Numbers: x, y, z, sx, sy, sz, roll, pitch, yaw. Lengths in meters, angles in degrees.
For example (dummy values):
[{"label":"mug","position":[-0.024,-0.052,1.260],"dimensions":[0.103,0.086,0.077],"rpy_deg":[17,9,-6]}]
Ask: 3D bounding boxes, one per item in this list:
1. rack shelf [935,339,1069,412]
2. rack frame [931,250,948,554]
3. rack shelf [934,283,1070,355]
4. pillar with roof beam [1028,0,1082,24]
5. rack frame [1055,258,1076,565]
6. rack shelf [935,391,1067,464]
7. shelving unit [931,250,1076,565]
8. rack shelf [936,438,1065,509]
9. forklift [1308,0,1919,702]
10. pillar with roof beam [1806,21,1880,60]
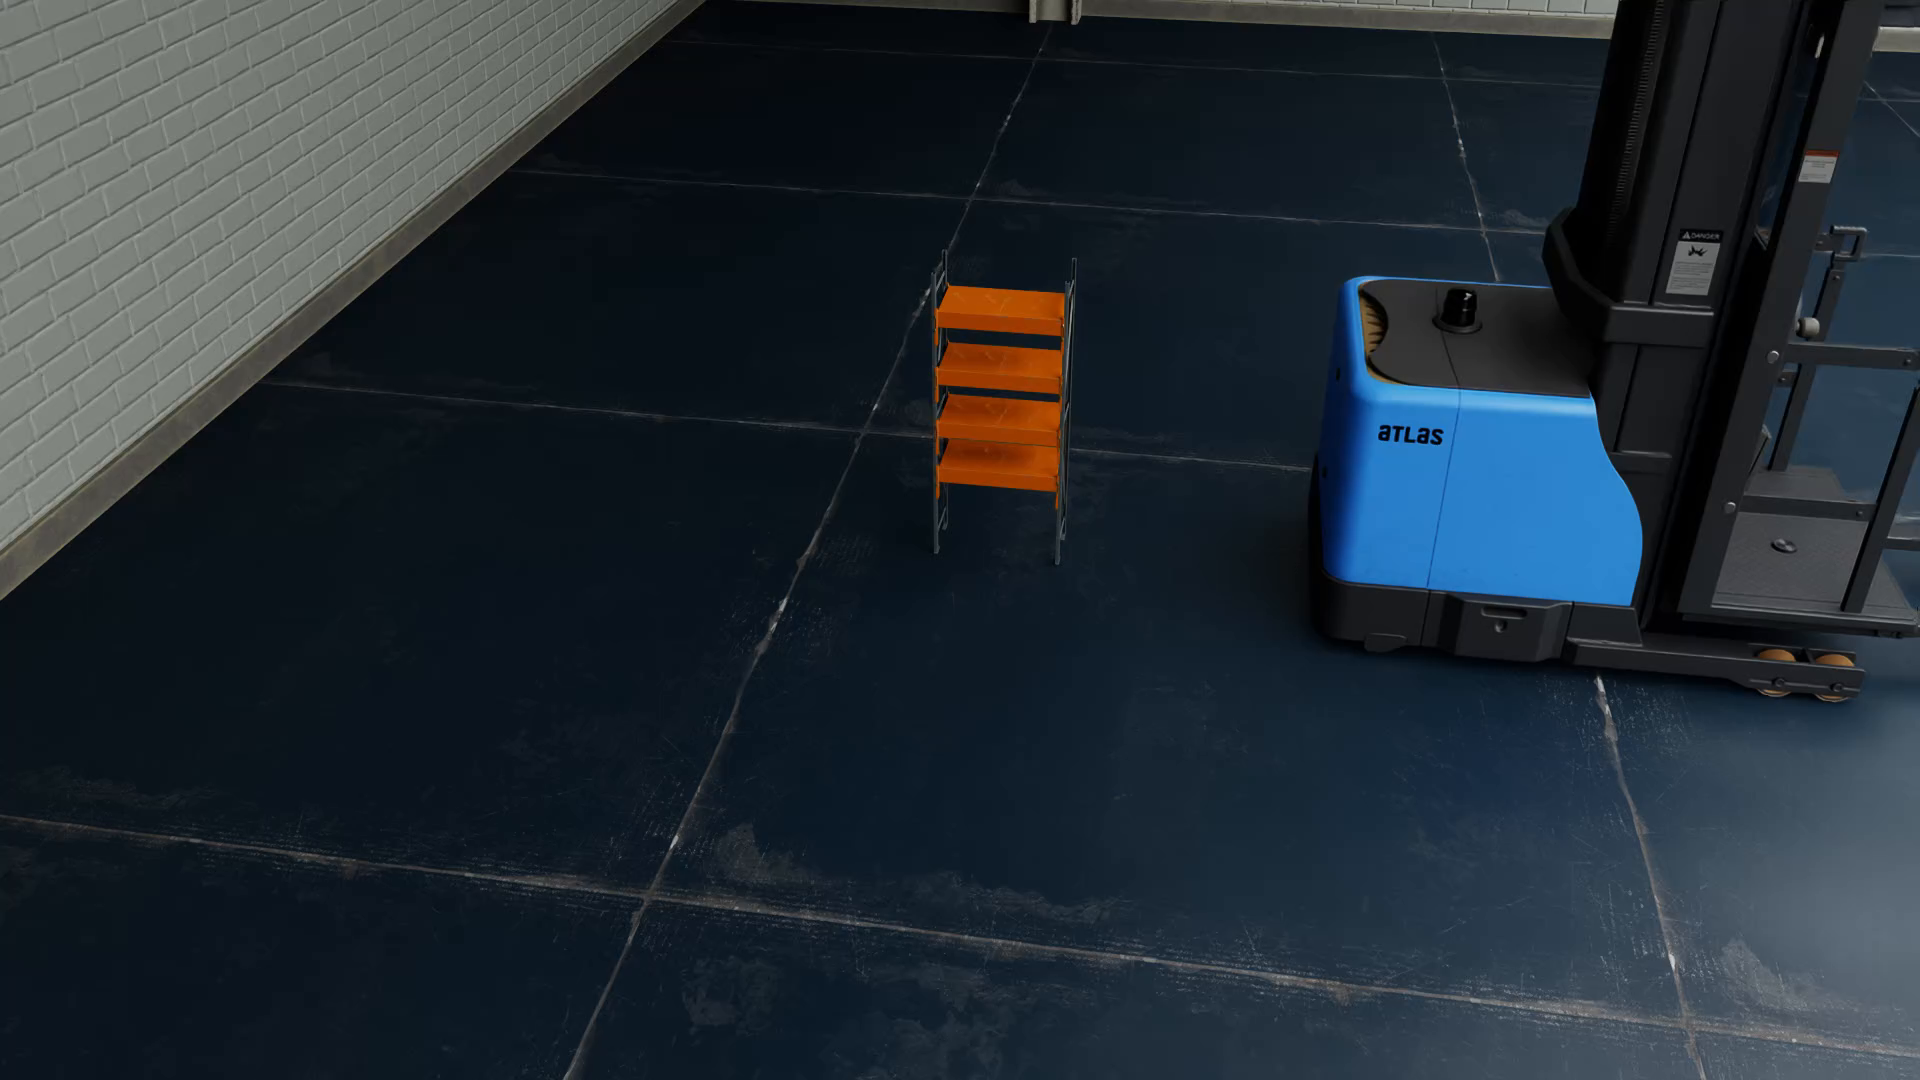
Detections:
[{"label":"rack shelf","position":[0.163,-0.626,6.325],"dimensions":[0.480,0.148,0.258],"rpy_deg":[5,32,8]},{"label":"rack frame","position":[-0.077,-0.516,6.443],"dimensions":[0.015,1.200,0.240],"rpy_deg":[5,32,8]},{"label":"rack shelf","position":[0.163,-0.827,6.200],"dimensions":[0.480,0.148,0.258],"rpy_deg":[5,32,8]},{"label":"pillar with roof beam","position":[0.050,-5.809,7.549],"dimensions":[0.400,9.000,9.100],"rpy_deg":[5,32,8]},{"label":"rack frame","position":[0.404,-0.472,6.373],"dimensions":[0.015,1.200,0.240],"rpy_deg":[5,32,8]},{"label":"rack shelf","position":[0.163,-0.437,6.444],"dimensions":[0.480,0.148,0.258],"rpy_deg":[5,32,8]},{"label":"shelving unit","position":[0.163,-0.494,6.408],"dimensions":[0.503,1.200,0.258],"rpy_deg":[5,32,8]},{"label":"rack shelf","position":[0.163,-0.268,6.549],"dimensions":[0.480,0.148,0.258],"rpy_deg":[5,32,8]},{"label":"forklift","position":[2.862,-0.978,5.549],"dimensions":[3.031,2.935,1.130],"rpy_deg":[5,32,8]},{"label":"pillar with roof beam","position":[5.964,-5.274,6.694],"dimensions":[0.400,9.000,9.100],"rpy_deg":[5,32,8]}]
